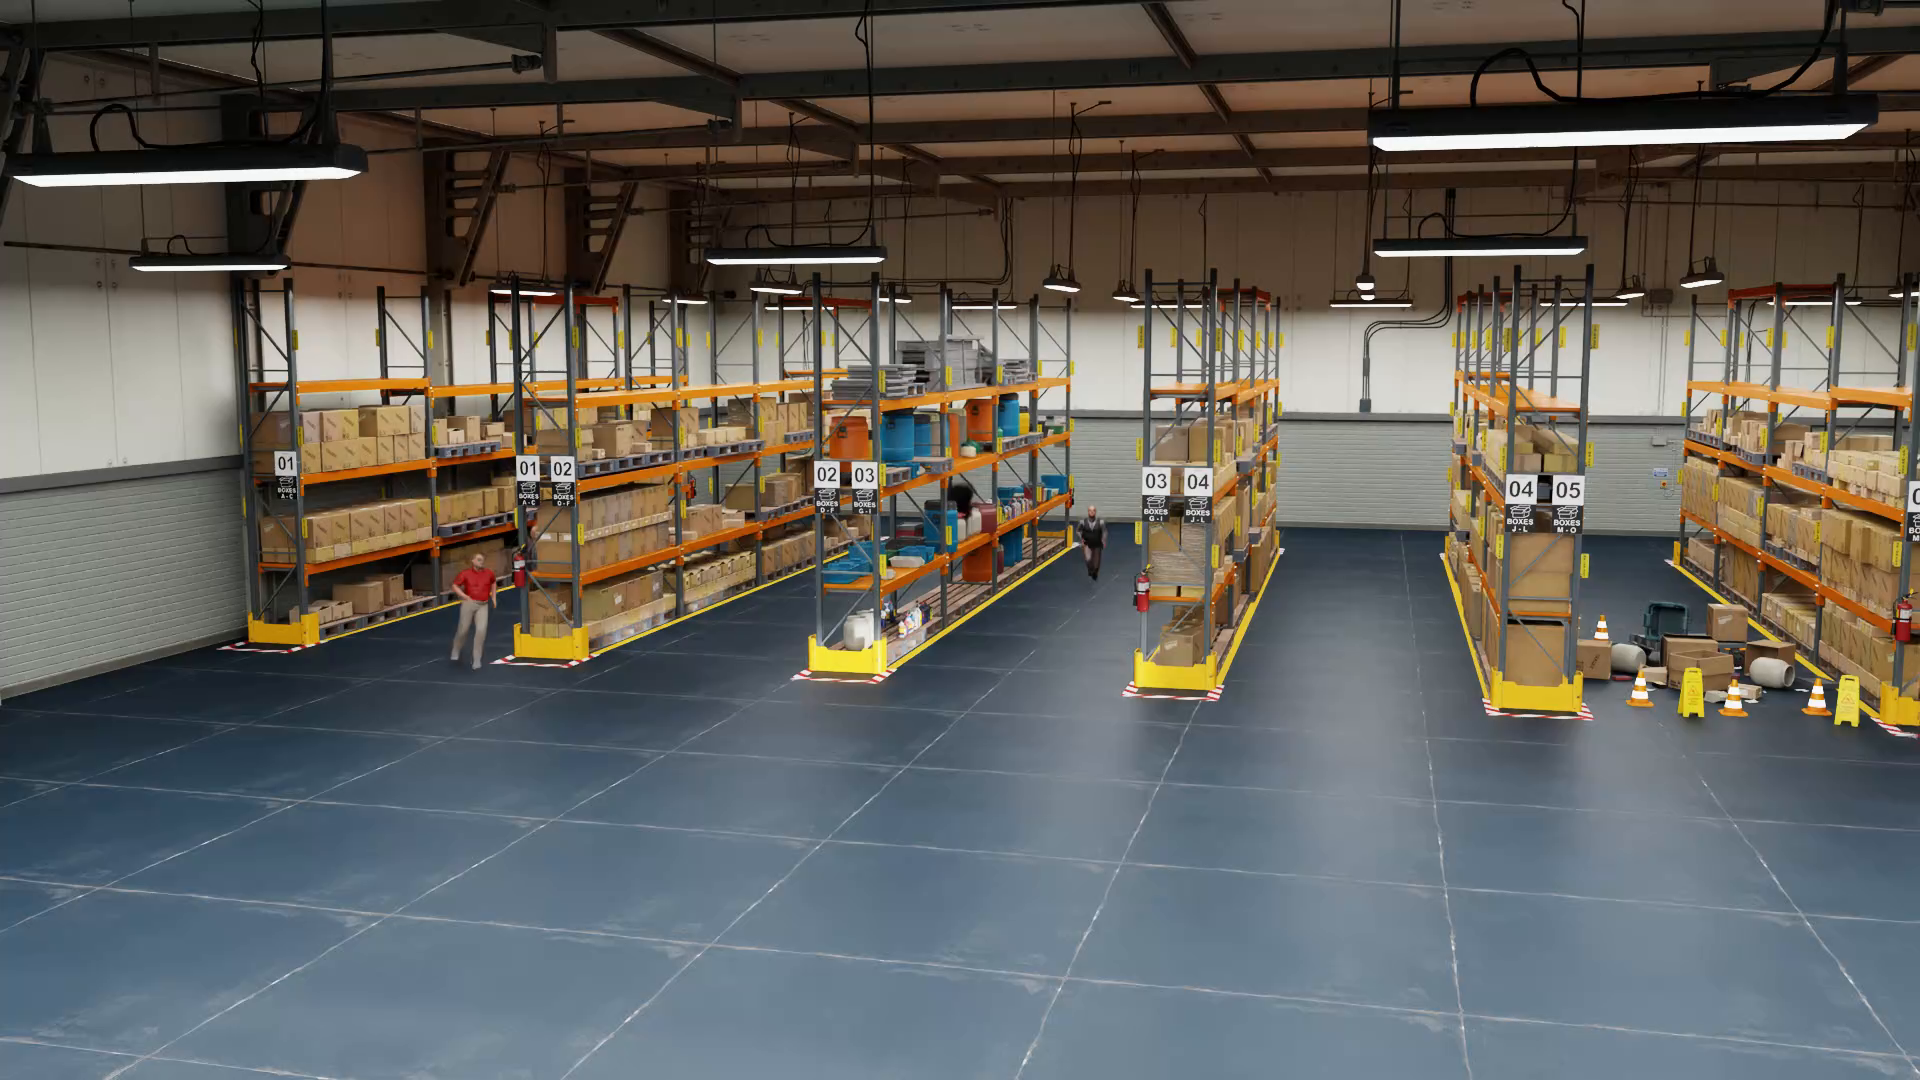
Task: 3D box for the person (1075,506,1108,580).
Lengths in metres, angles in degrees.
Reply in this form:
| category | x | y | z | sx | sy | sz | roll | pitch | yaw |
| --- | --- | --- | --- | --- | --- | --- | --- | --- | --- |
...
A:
| category | x | y | z | sx | sy | sz | roll | pitch | yaw |
| --- | --- | --- | --- | --- | --- | --- | --- | --- | --- |
| person | 2.659 | 0.083 | 33.599 | 0.660 | 1.547 | 0.758 | 0 | 7 | 2 |

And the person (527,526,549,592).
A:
| category | x | y | z | sx | sy | sz | roll | pitch | yaw |
| --- | --- | --- | --- | --- | --- | --- | --- | --- | --- |
| person | -7.462 | 0.616 | 29.354 | 0.712 | 1.745 | 0.835 | 0 | 7 | -1 |

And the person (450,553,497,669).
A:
| category | x | y | z | sx | sy | sz | roll | pitch | yaw |
| --- | --- | --- | --- | --- | --- | --- | --- | --- | --- |
| person | -7.507 | 1.077 | 25.789 | 0.739 | 1.750 | 0.878 | -4 | 8 | -28 |
